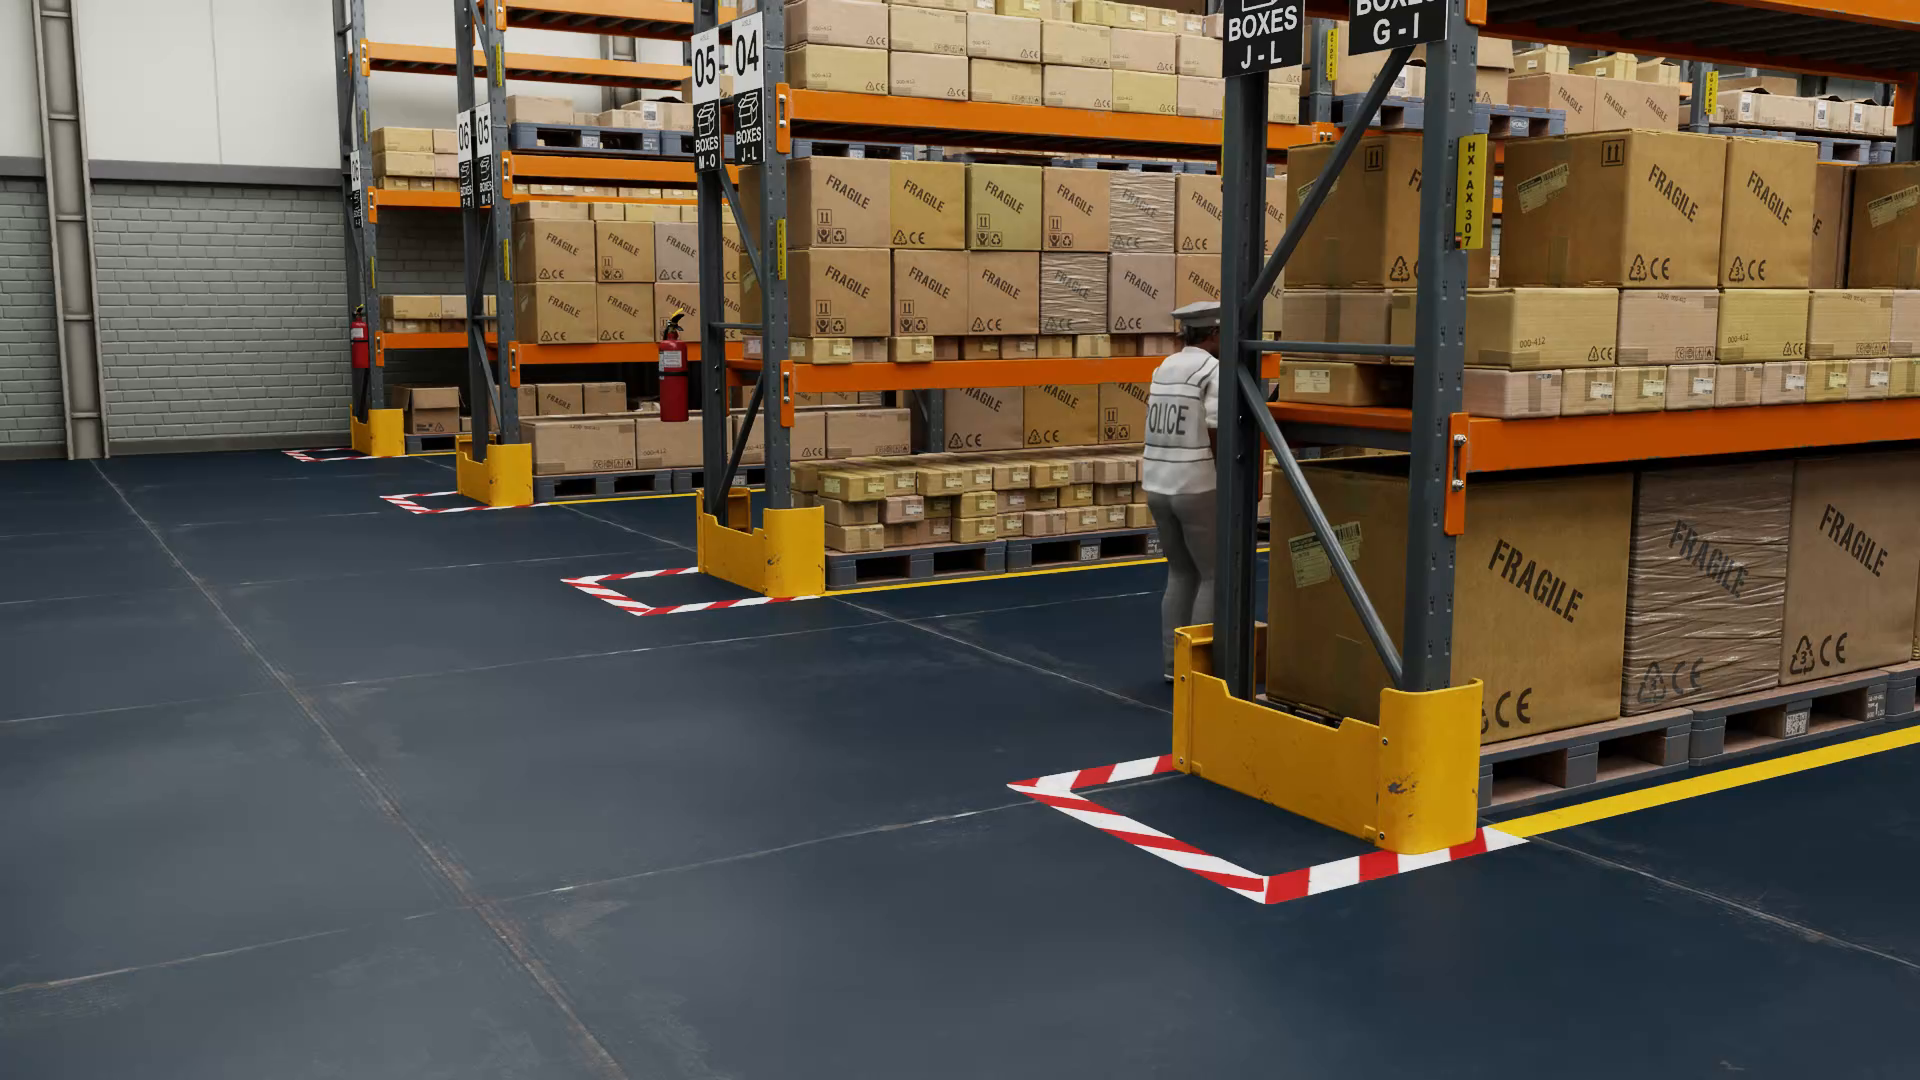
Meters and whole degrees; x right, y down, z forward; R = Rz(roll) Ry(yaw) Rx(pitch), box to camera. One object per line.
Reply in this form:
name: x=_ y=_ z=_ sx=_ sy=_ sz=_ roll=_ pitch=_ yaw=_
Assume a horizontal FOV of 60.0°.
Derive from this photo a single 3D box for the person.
person: x=1.019 y=-0.188 z=7.132 sx=0.427 sy=1.658 sz=0.526 roll=-6 pitch=10 yaw=-34
